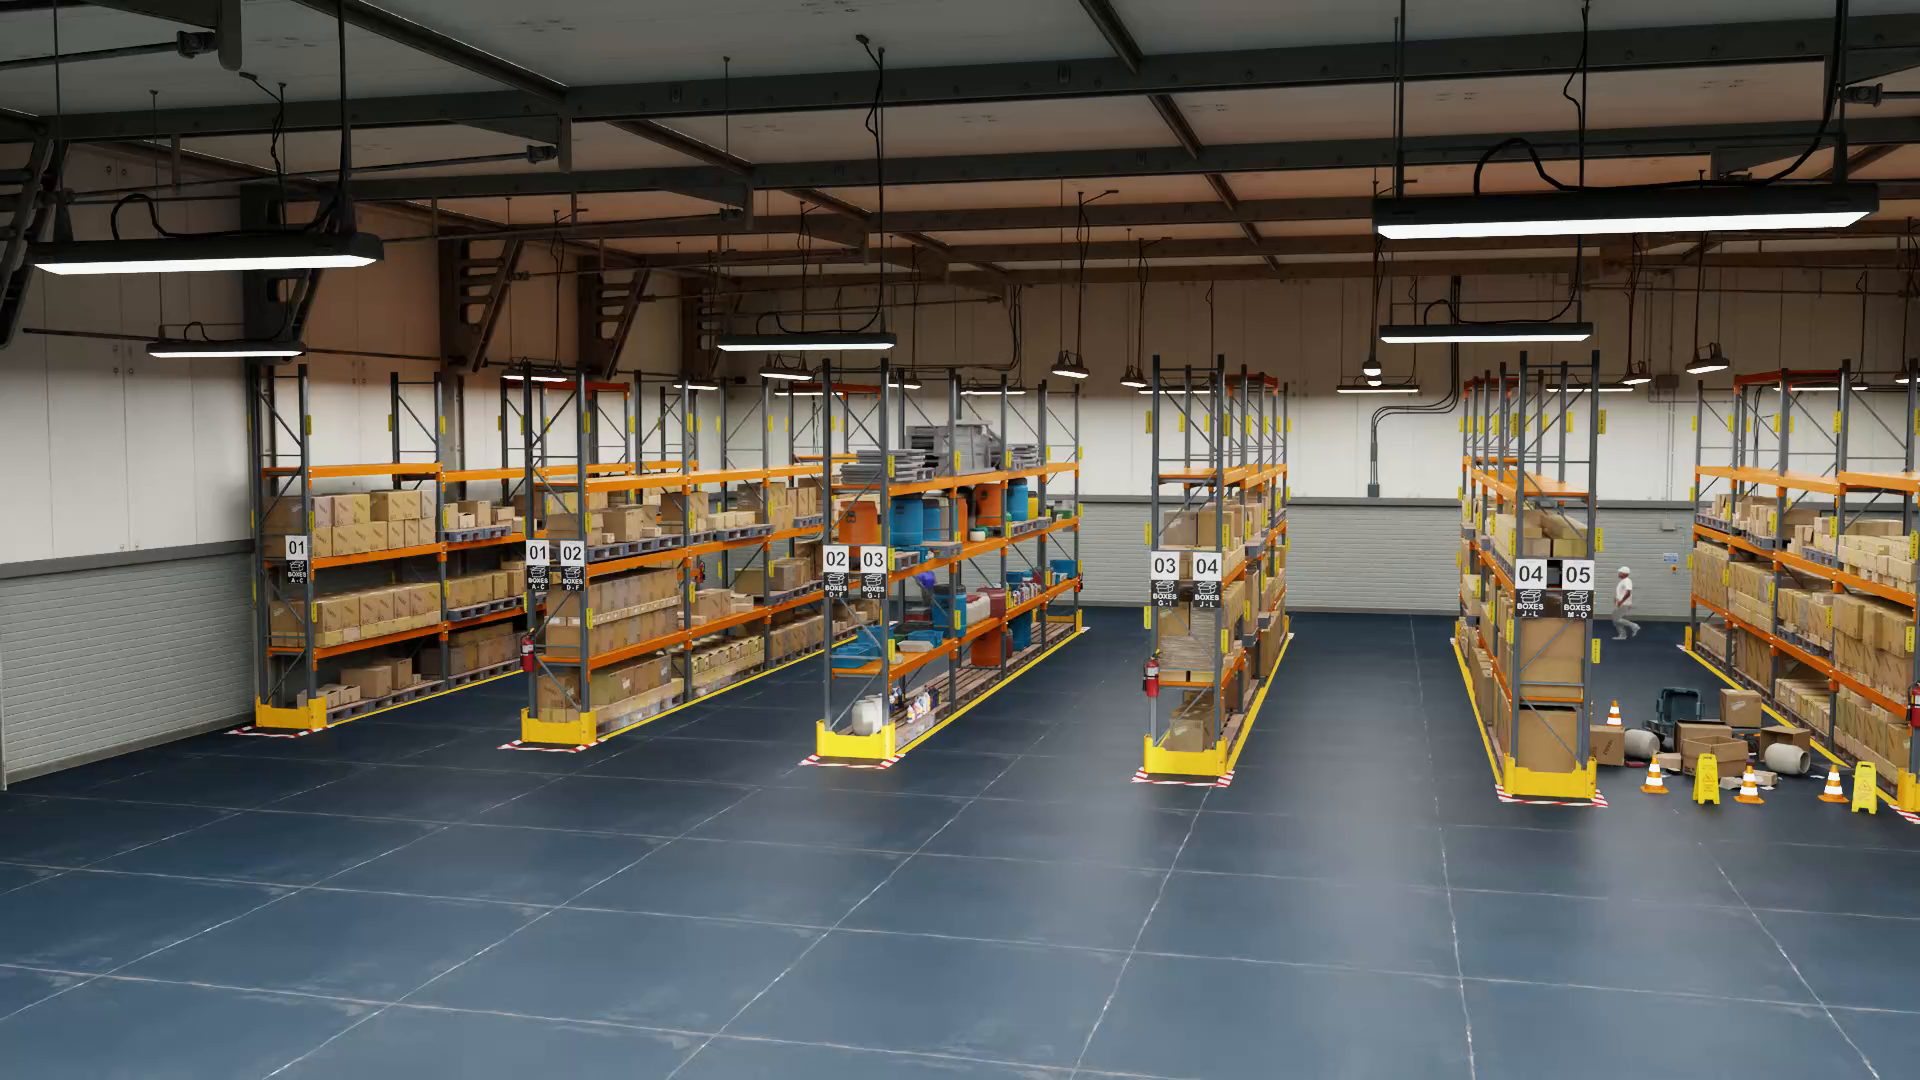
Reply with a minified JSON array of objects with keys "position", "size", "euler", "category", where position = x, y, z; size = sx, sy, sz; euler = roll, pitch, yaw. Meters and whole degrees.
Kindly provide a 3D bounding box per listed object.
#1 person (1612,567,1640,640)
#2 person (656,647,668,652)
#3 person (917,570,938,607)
[{"position":[15.471,1.476,38.593],"size":[0.611,1.716,0.748],"euler":[1,4,21],"category":"person"},{"position":[-6.075,1.862,33.911],"size":[0.619,1.702,0.691],"euler":[1,4,17],"category":"person"},{"position":[-0.793,1.325,41.515],"size":[0.643,1.613,0.884],"euler":[-2,4,-27],"category":"person"}]
